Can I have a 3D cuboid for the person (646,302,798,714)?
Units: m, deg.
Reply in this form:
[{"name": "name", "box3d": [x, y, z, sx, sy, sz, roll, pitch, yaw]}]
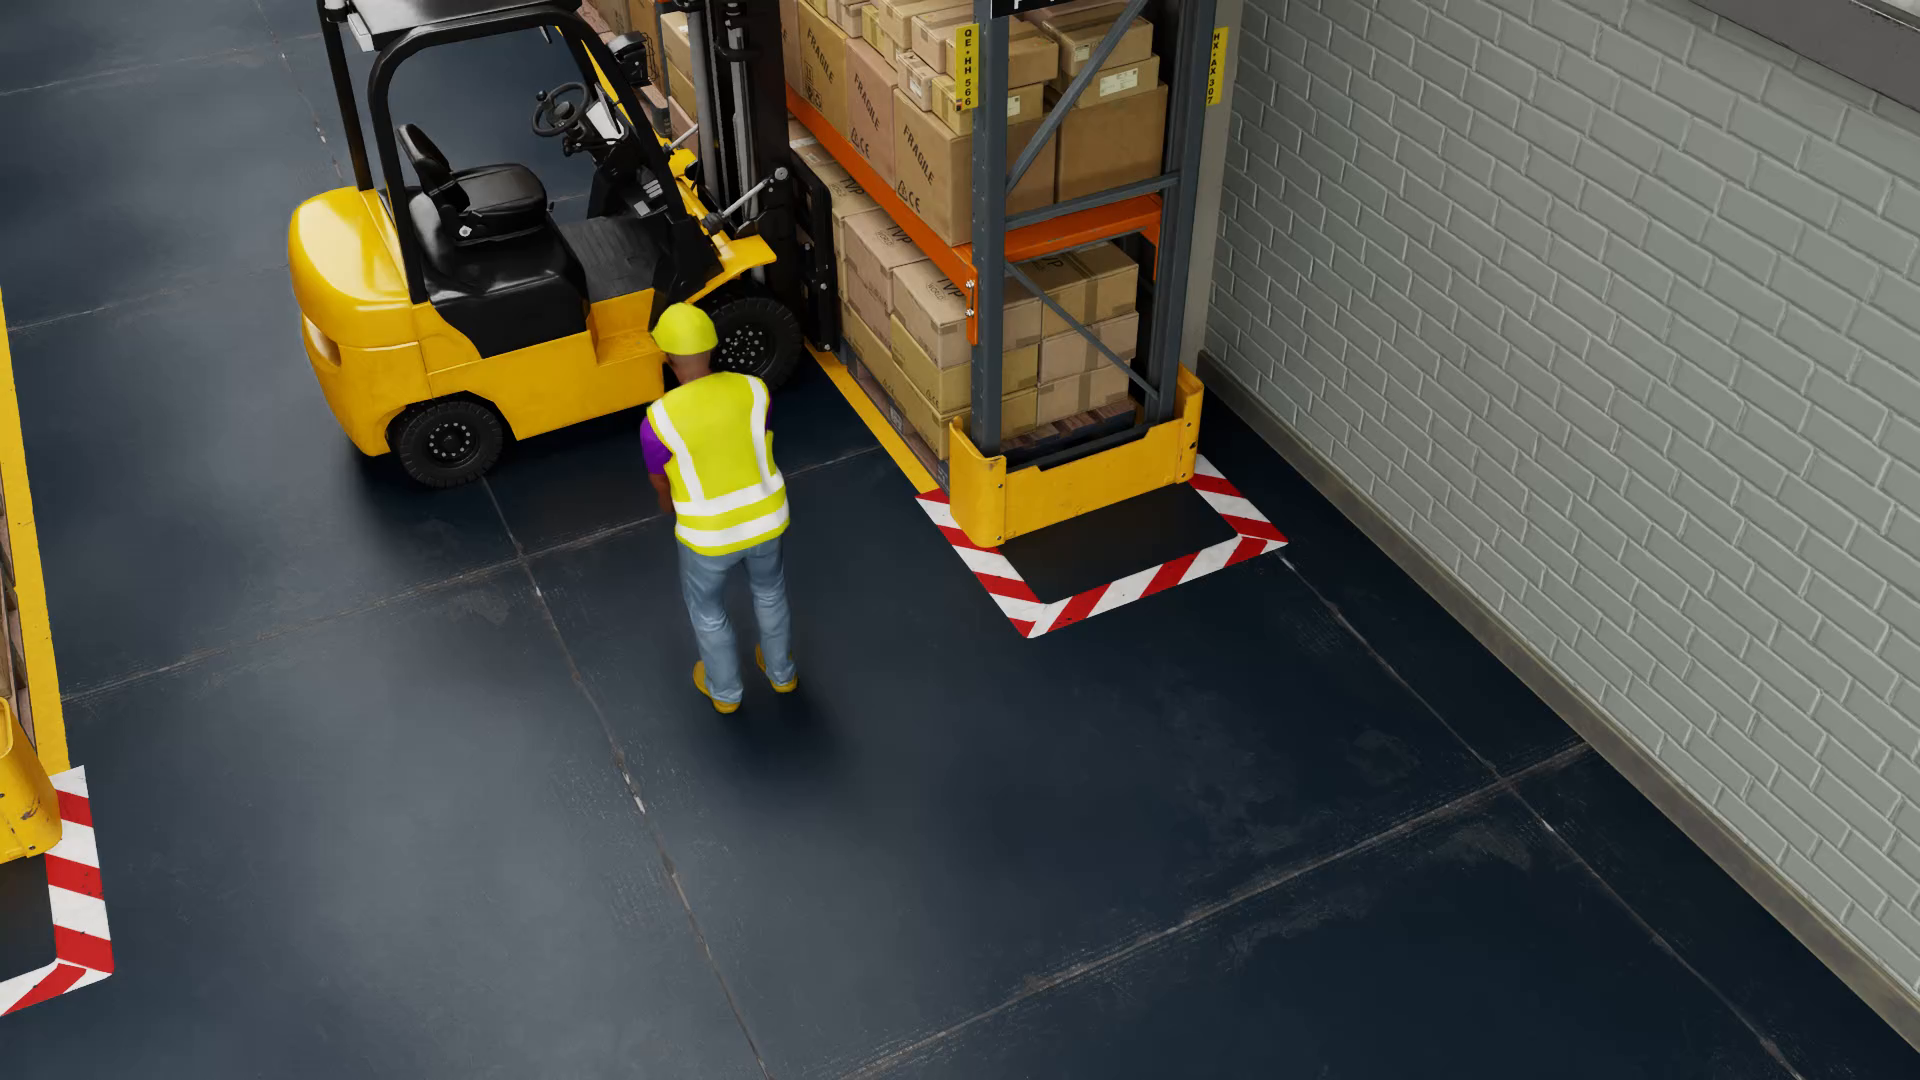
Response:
[{"name": "person", "box3d": [-0.906, -0.099, 6.278, 0.458, 1.733, 0.532, -20, 45, -21]}]
